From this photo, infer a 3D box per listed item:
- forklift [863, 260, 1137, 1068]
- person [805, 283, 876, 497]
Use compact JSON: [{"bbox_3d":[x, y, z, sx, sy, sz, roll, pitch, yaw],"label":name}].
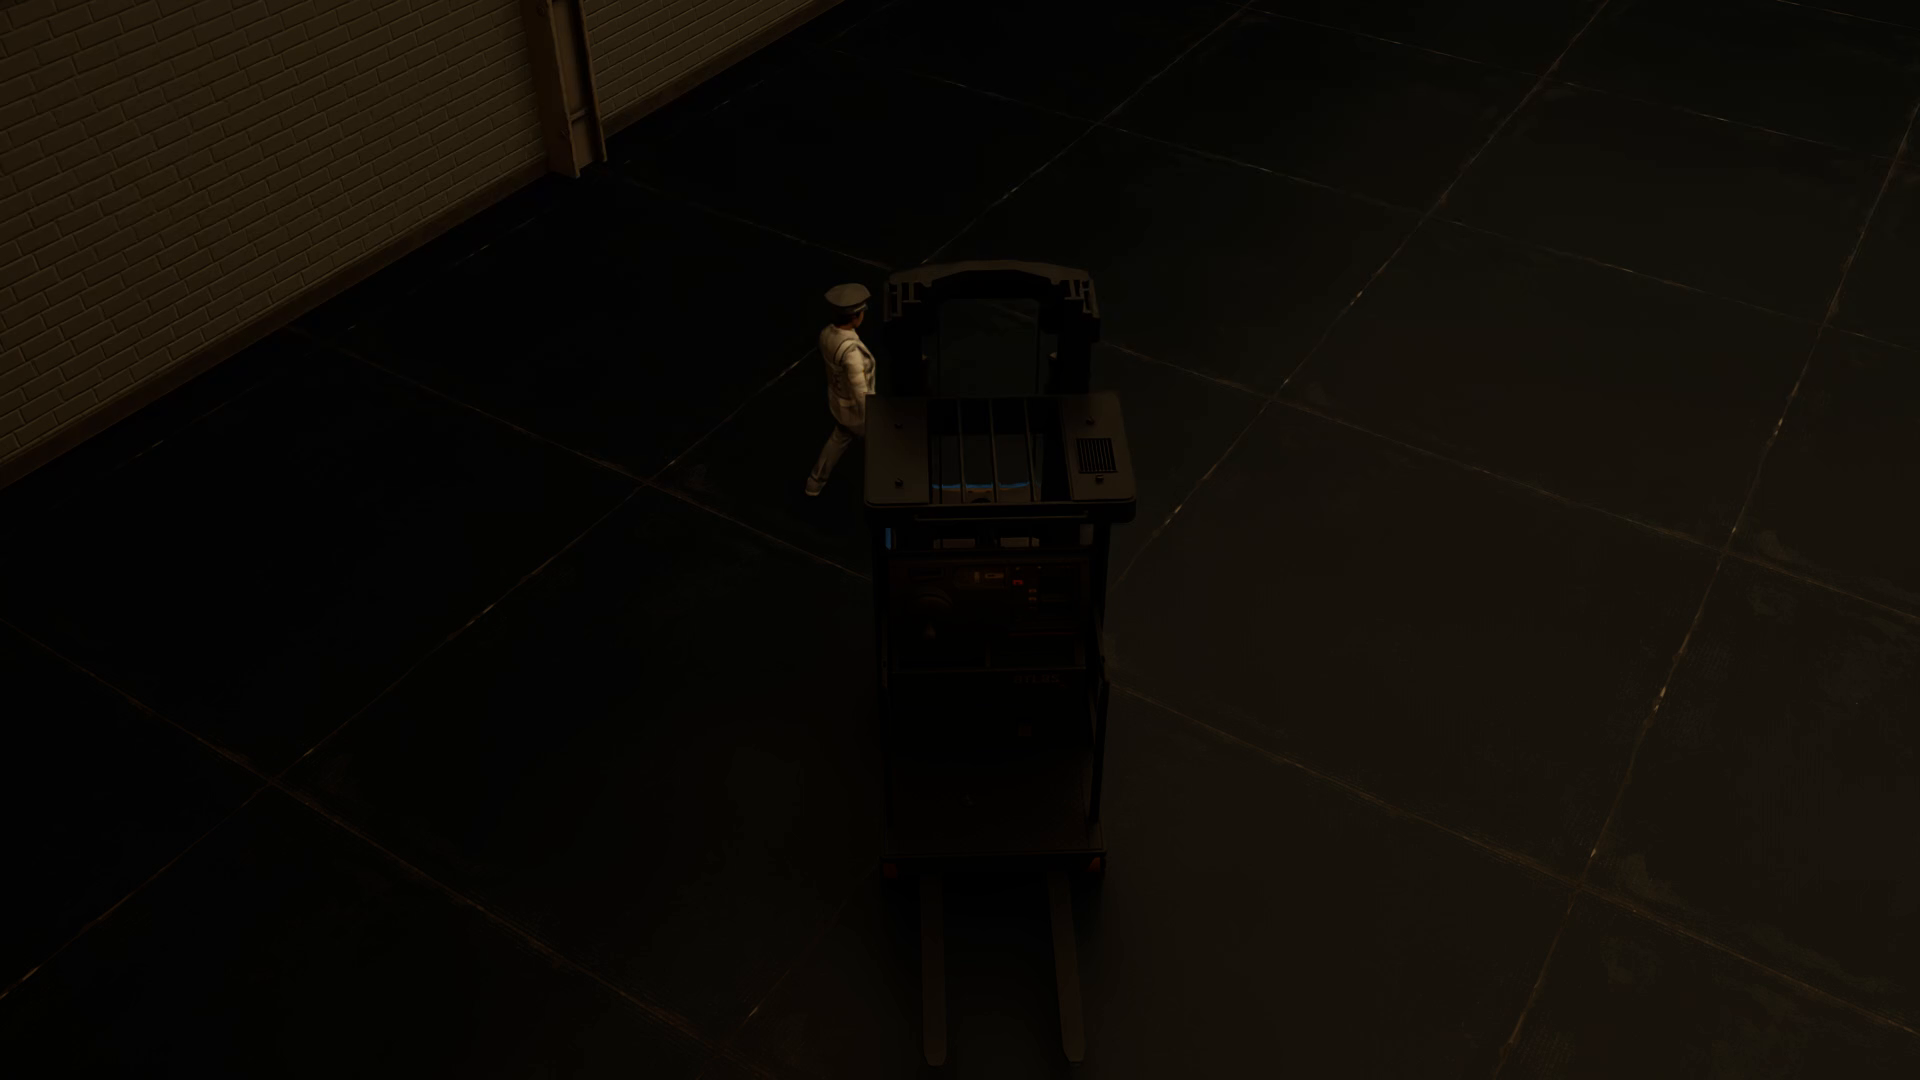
[{"bbox_3d":[0.147,0.347,7.558,1.130,2.935,3.031,-1,40,-1],"label":"forklift"},{"bbox_3d":[-0.620,-0.825,10.037,0.612,1.558,0.869,-17,43,-19],"label":"person"}]
